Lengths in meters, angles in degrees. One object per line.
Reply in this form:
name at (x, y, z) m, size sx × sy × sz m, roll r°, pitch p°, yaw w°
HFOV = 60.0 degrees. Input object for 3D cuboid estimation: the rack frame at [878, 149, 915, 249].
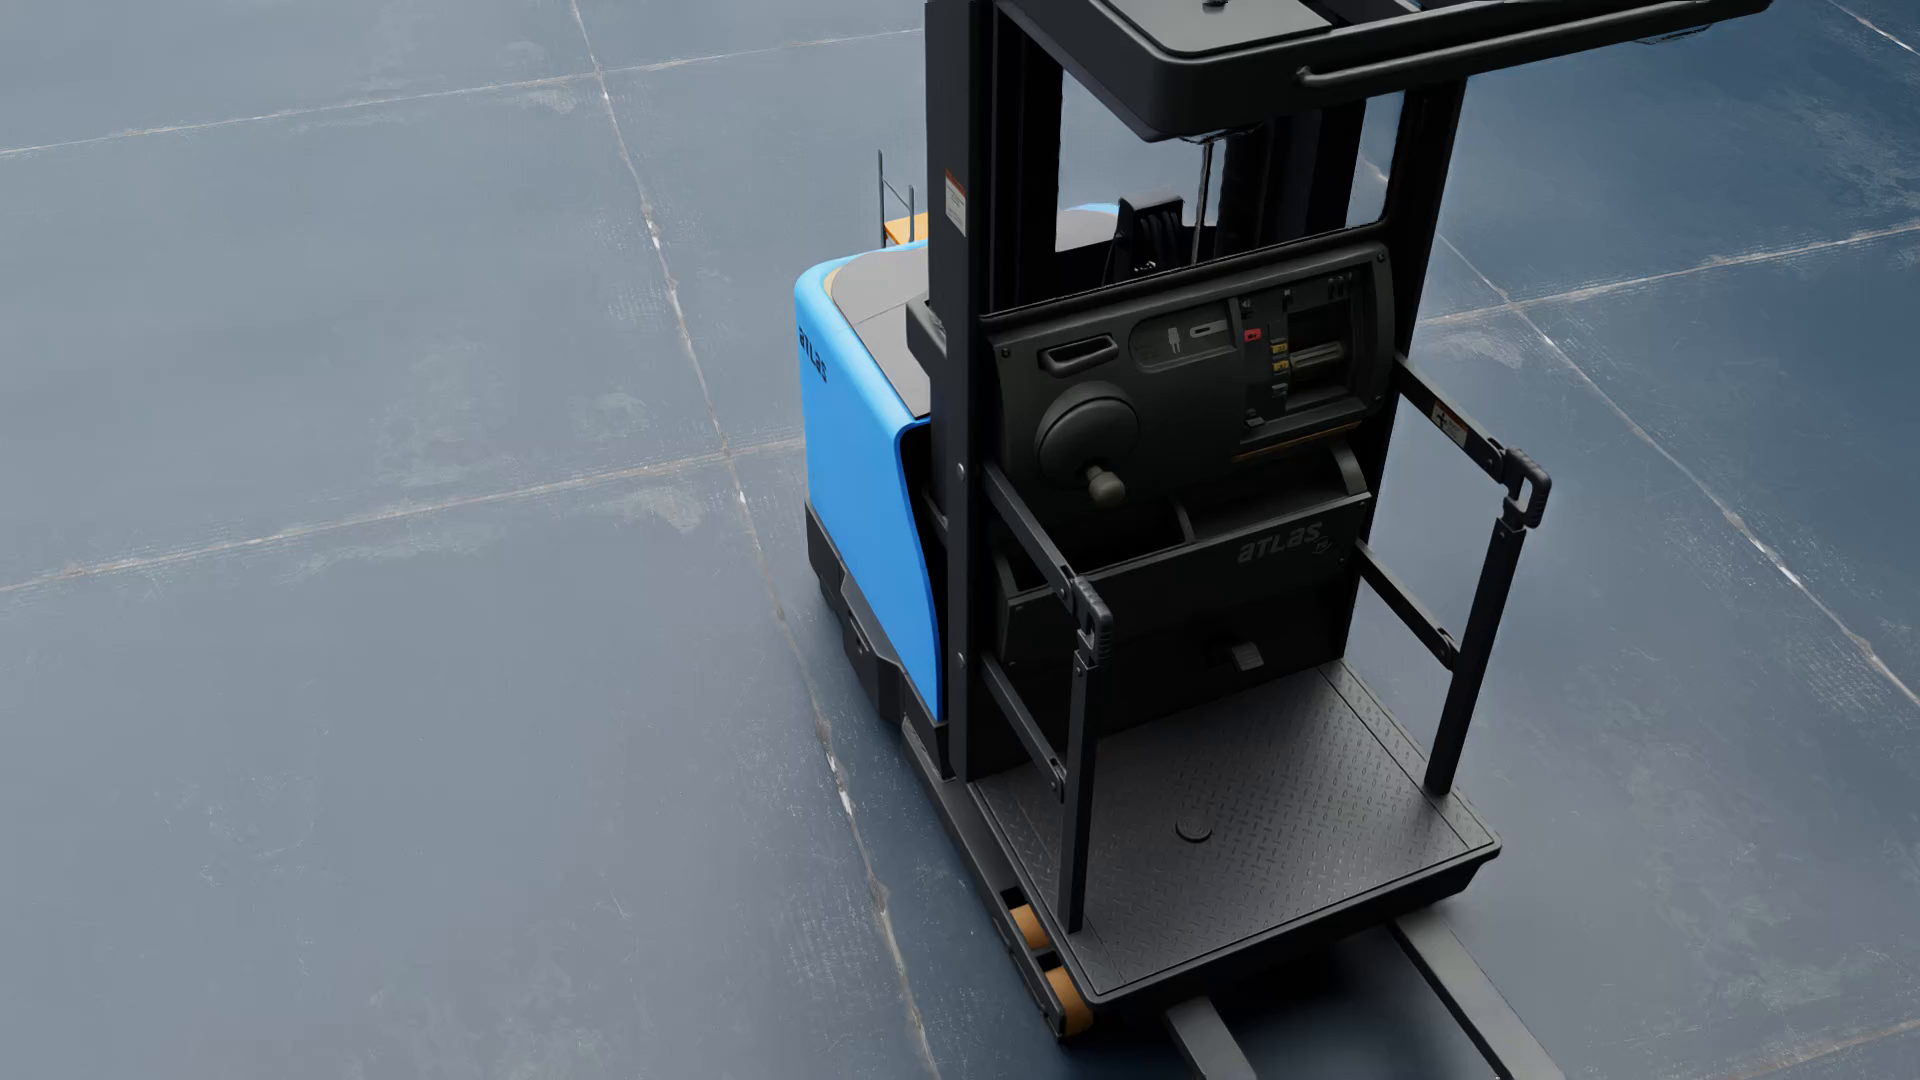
rack frame at (-0.180, -0.581, 5.003) m, size 0.006 × 1.200 × 0.240 m, roll -17°, pitch 44°, yaw -19°

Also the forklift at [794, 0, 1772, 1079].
forklift at (0.591, -0.265, 3.325) m, size 1.130 × 2.935 × 3.031 m, roll -16°, pitch 44°, yaw -18°

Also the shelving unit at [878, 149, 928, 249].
shelving unit at (-0.097, -0.606, 5.032) m, size 0.189 × 1.200 × 0.258 m, roll -17°, pitch 44°, yaw -19°

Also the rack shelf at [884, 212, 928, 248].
rack shelf at (-0.097, -0.844, 4.824) m, size 0.180 × 0.103 × 0.258 m, roll -17°, pitch 44°, yaw -19°
